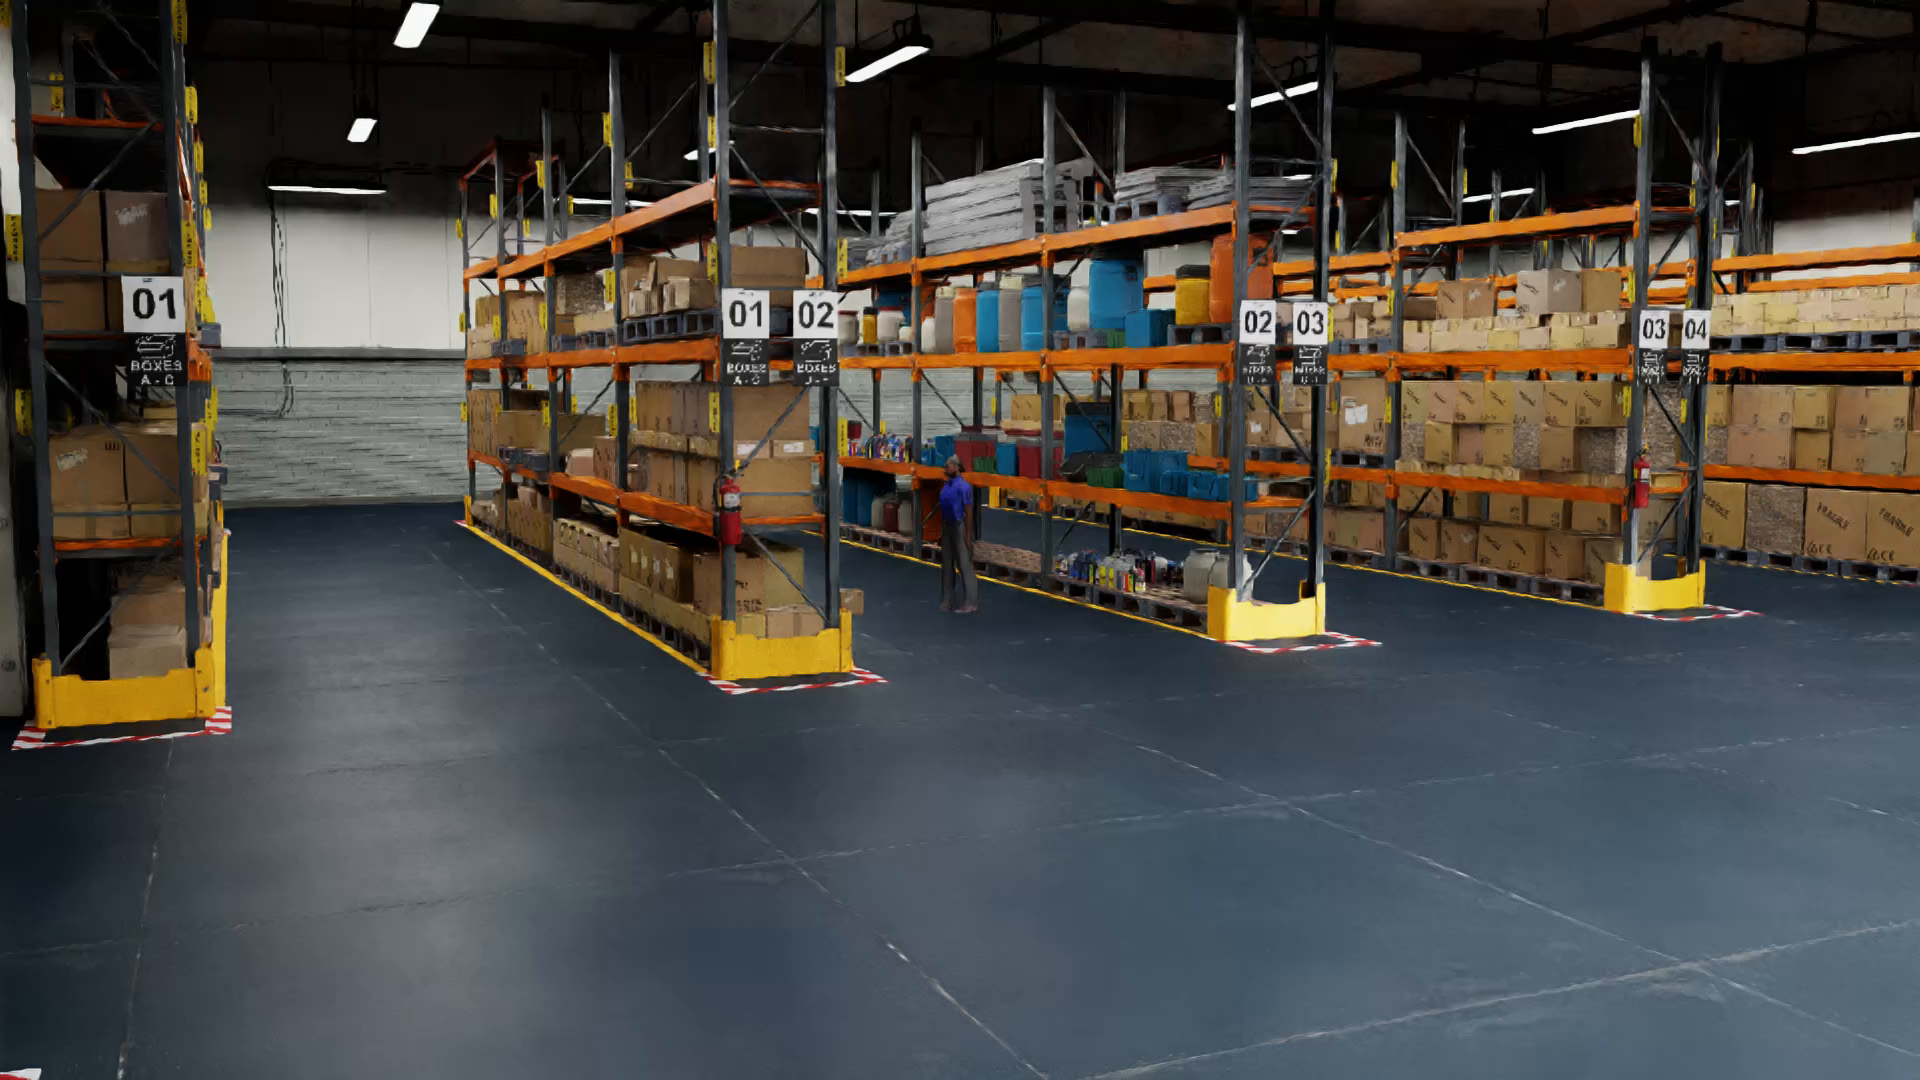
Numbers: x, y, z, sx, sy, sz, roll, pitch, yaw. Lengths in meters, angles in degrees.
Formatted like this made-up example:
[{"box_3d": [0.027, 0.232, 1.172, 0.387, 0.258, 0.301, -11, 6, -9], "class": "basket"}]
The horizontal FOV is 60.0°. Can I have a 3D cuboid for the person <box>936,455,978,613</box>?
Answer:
[{"box_3d": [-0.045, -0.068, 17.599, 0.359, 1.657, 0.469, -4, 7, -35], "class": "person"}]
